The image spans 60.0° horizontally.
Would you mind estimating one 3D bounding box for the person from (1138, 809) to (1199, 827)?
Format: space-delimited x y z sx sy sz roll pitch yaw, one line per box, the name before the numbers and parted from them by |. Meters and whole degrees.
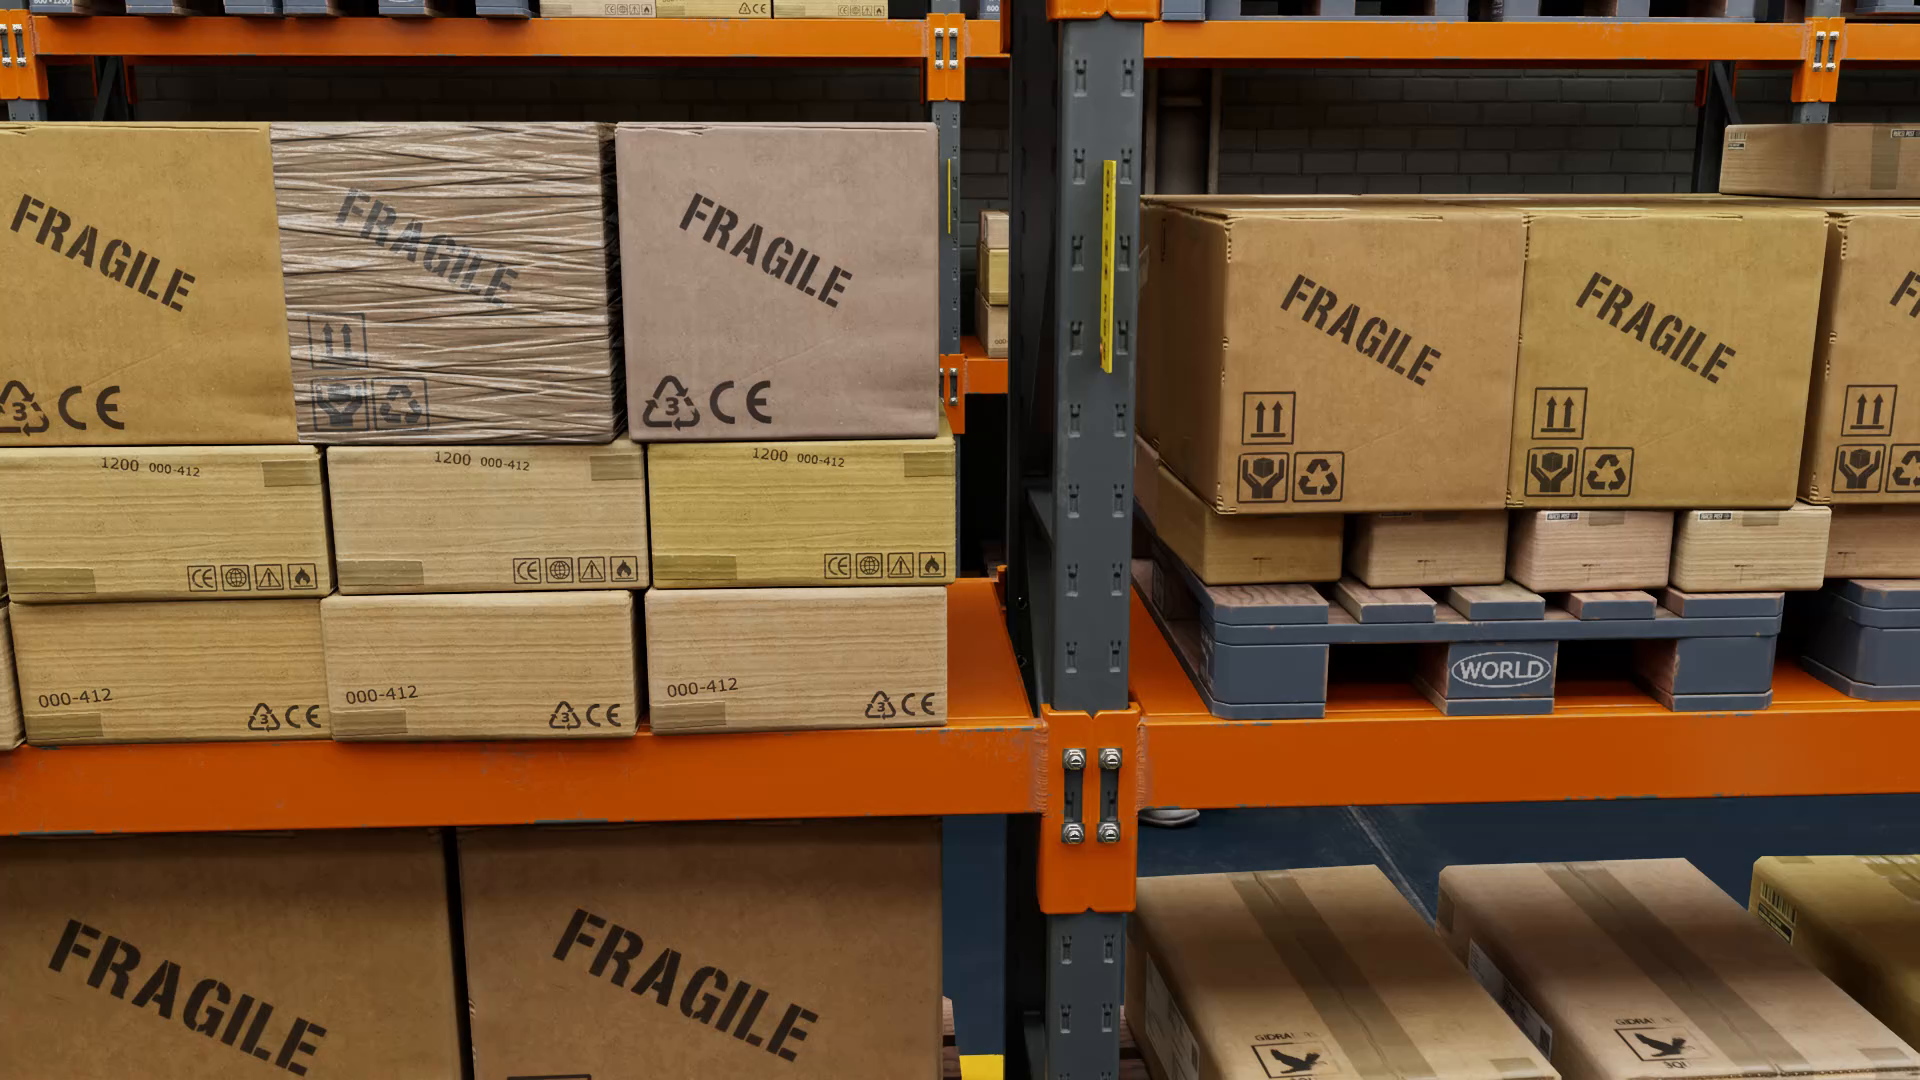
person | 0.620 0.062 5.708 0.451 1.773 0.615 -1 13 -4
